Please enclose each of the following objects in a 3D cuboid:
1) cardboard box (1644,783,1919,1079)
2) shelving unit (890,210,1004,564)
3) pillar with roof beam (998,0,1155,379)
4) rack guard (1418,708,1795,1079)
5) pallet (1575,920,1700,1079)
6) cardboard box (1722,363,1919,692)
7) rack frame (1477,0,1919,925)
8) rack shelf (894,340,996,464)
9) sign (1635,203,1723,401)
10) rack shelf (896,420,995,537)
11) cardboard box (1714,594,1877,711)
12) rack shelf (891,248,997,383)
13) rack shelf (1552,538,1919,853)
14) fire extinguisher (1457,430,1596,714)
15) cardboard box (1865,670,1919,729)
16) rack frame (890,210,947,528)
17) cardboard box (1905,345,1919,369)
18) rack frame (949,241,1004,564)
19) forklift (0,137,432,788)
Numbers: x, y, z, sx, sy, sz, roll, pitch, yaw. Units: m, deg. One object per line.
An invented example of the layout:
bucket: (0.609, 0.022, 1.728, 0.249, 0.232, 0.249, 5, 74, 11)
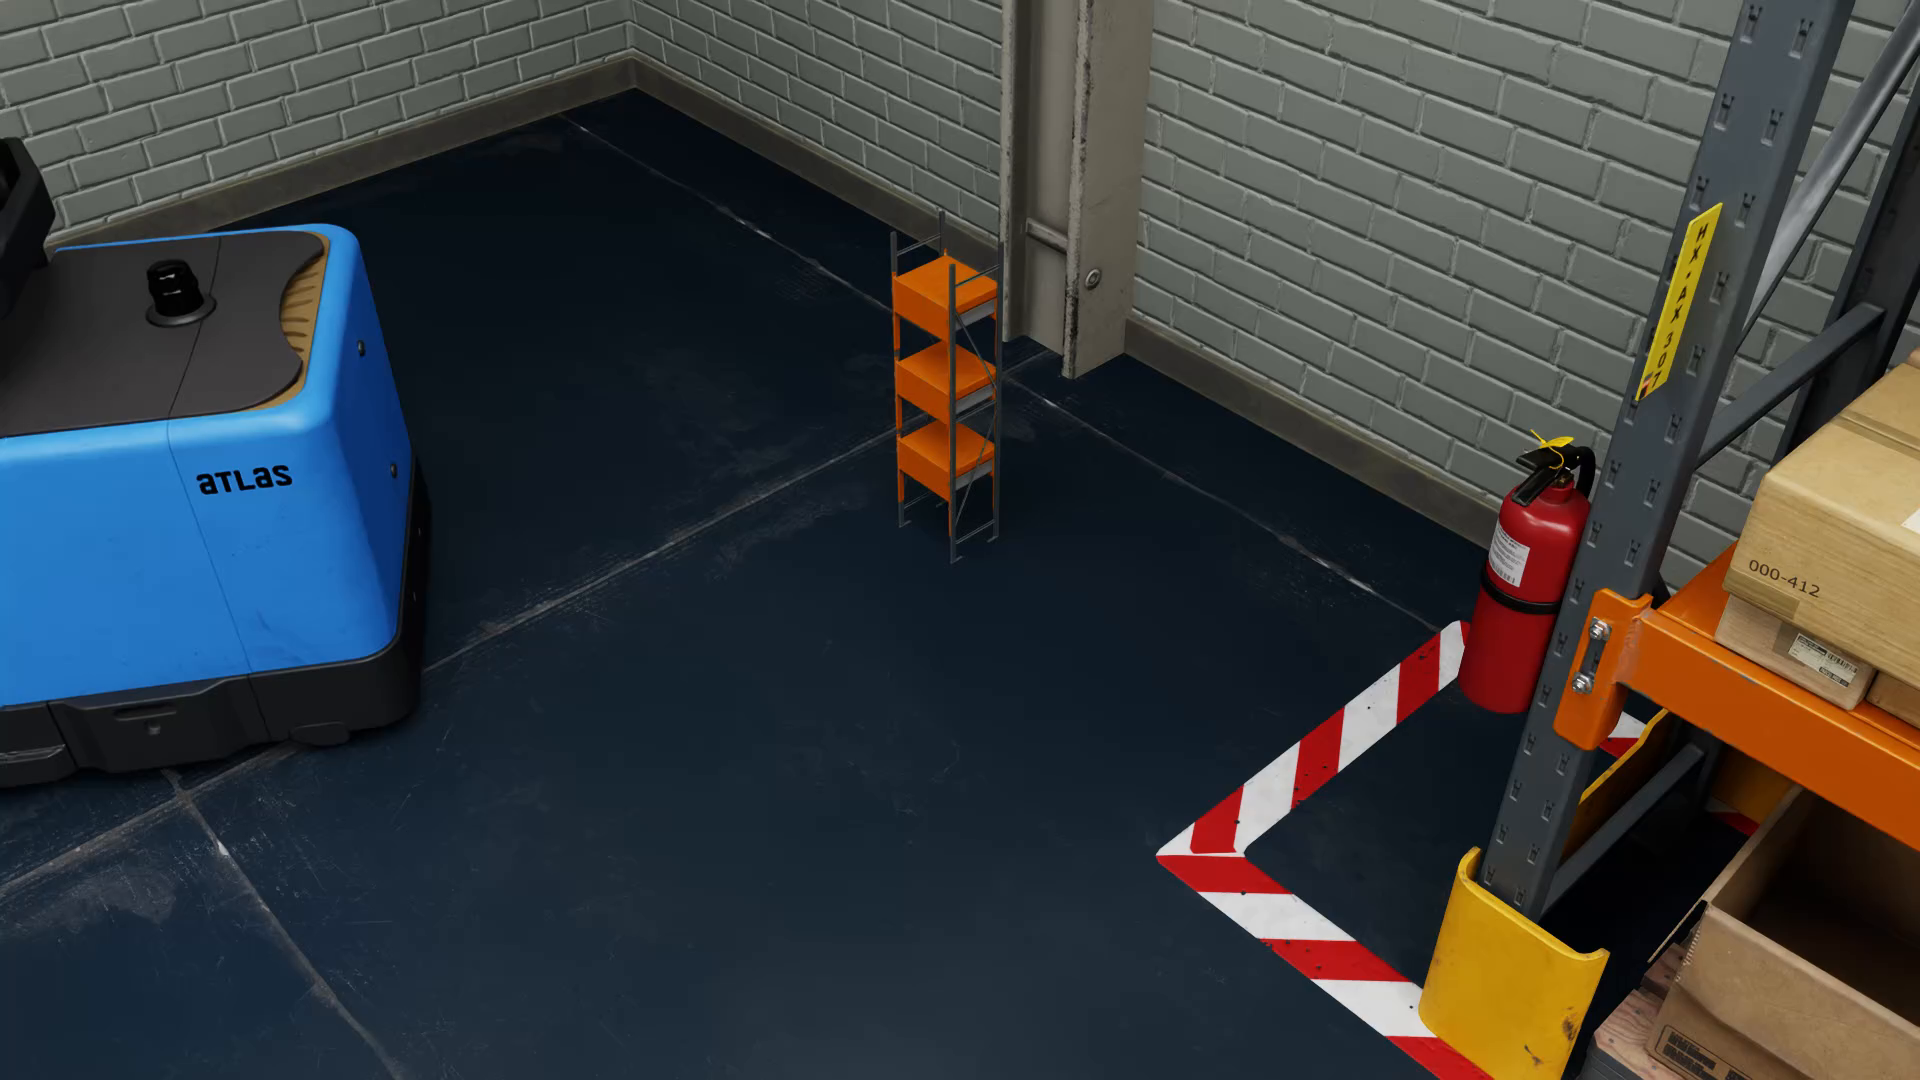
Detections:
cardboard box: (1.883, 0.864, 3.445, 0.797, 0.503, 0.637, -32, 49, -33)
shelving unit: (-0.036, -0.433, 4.951, 0.215, 1.050, 0.252, -30, 48, -32)
pillar with roof beam: (-2.792, -2.402, 1.063, 9.100, 9.000, 0.400, -30, 48, -32)
rack guard: (1.590, 0.741, 3.935, 1.175, 0.500, 0.348, -30, 48, -32)
pallet: (2.130, 1.222, 3.570, 1.003, 0.211, 1.213, -30, 48, -32)
cardboard box: (1.647, 0.000, 2.745, 0.500, 0.250, 0.500, -30, 47, -32)
rack frame: (1.539, -0.267, 3.193, 1.000, 3.000, 0.127, -30, 48, -32)
rack shelf: (-0.036, -0.425, 4.957, 0.215, 0.259, 0.240, -30, 48, -32)
sign: (1.139, -0.373, 2.636, 0.100, 0.325, 0.005, -30, 48, -32)
rack shelf: (-0.036, -0.209, 5.132, 0.215, 0.259, 0.240, -30, 48, -32)
cardboard box: (1.559, 0.099, 2.940, 0.380, 0.149, 0.250, -30, 48, -32)
rack shelf: (-0.036, -0.646, 4.779, 0.215, 0.259, 0.240, -30, 48, -32)
rack shelf: (2.891, 0.938, 2.273, 1.077, 0.370, 4.000, -30, 48, -32)
fire extinguisher: (1.099, 0.036, 3.176, 0.296, 0.674, 0.183, -30, 48, -32)
cardboard box: (1.765, 0.197, 2.818, 0.380, 0.149, 0.250, -29, 47, -31)
rack frame: (-0.119, -0.490, 5.021, 0.200, 1.050, 0.008, -30, 48, -32)
cardboard box: (2.045, -0.224, 3.023, 0.500, 0.250, 0.500, -29, 47, -31)
rack frame: (0.046, -0.377, 4.881, 0.200, 1.050, 0.008, -30, 48, -32)
forklift: (-3.065, -0.721, 3.811, 3.031, 2.935, 1.130, -7, 40, -9)
